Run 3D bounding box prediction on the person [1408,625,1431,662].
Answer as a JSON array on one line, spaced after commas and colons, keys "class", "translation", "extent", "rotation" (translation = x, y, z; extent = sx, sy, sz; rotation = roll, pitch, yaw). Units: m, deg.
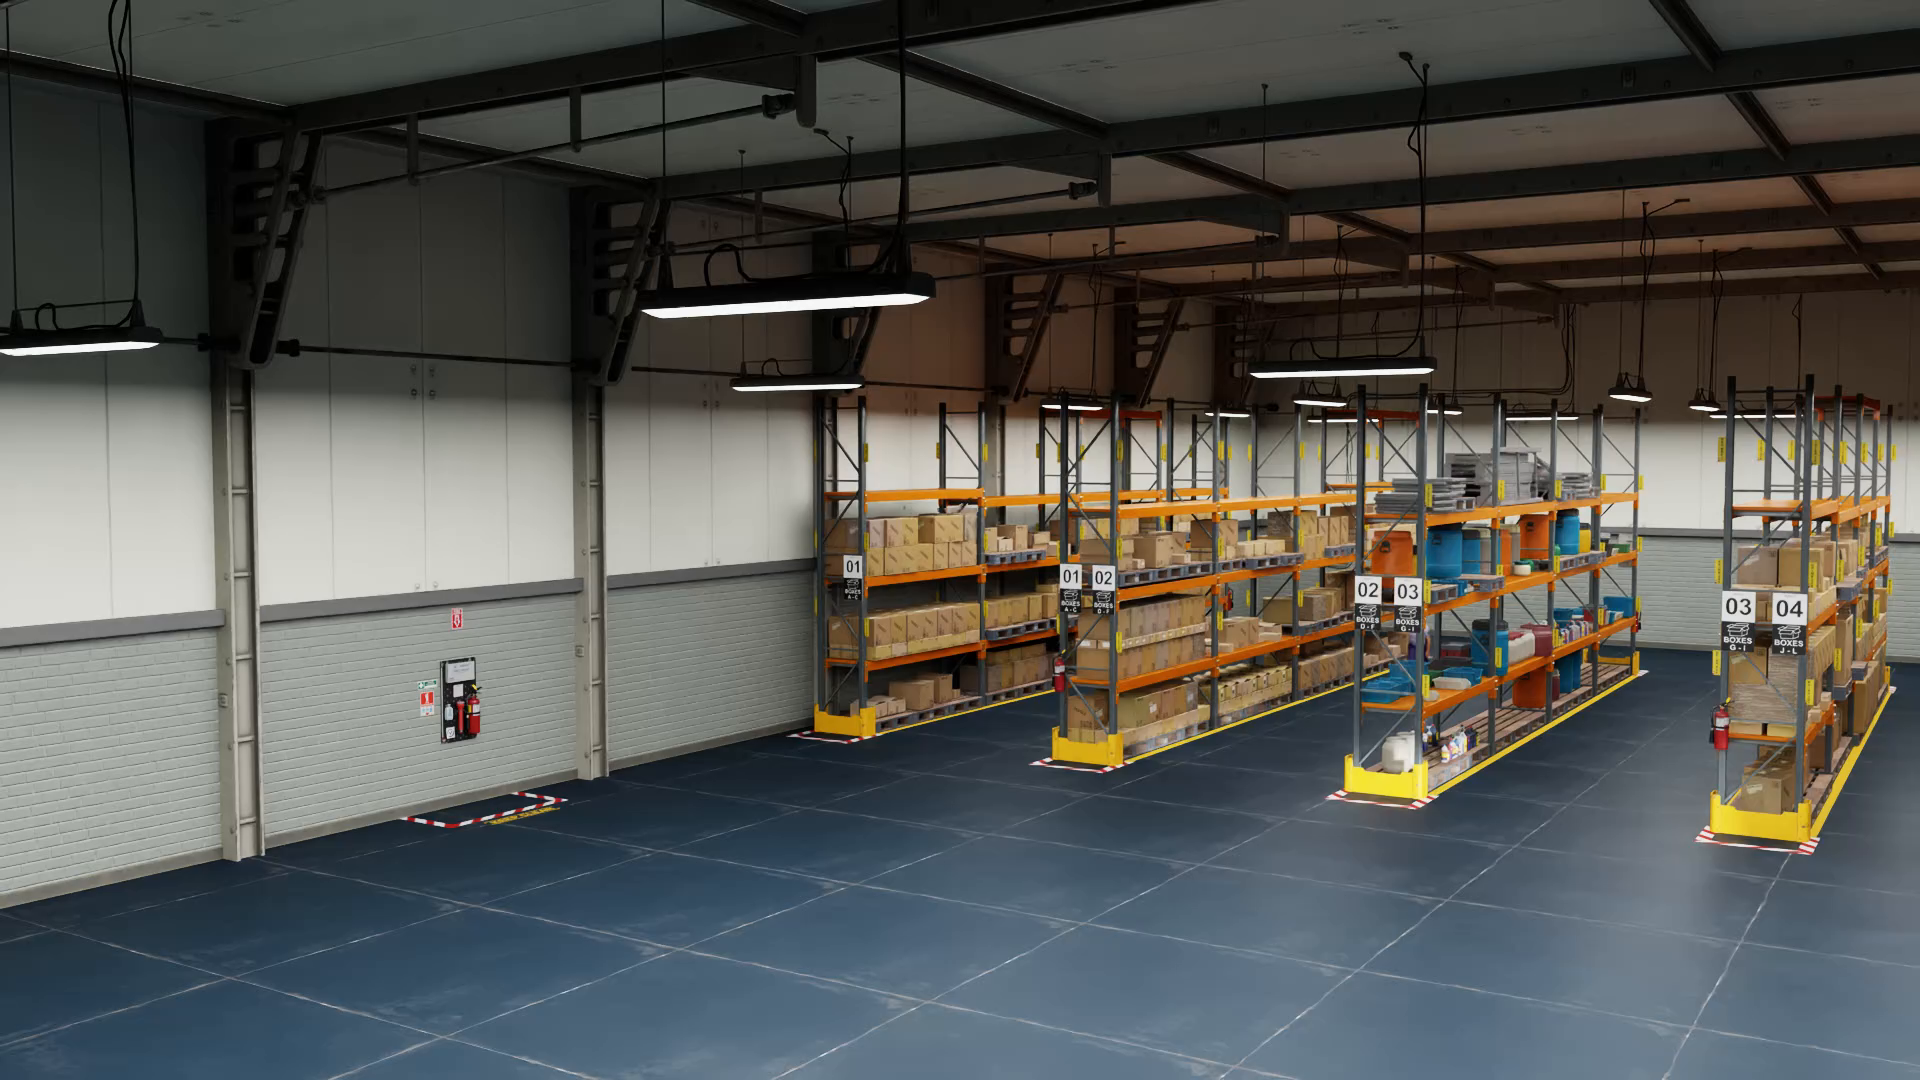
[{"class": "person", "translation": [9.789, 2.329, 35.371], "extent": [0.487, 1.602, 0.838], "rotation": [2, 3, 29]}]
